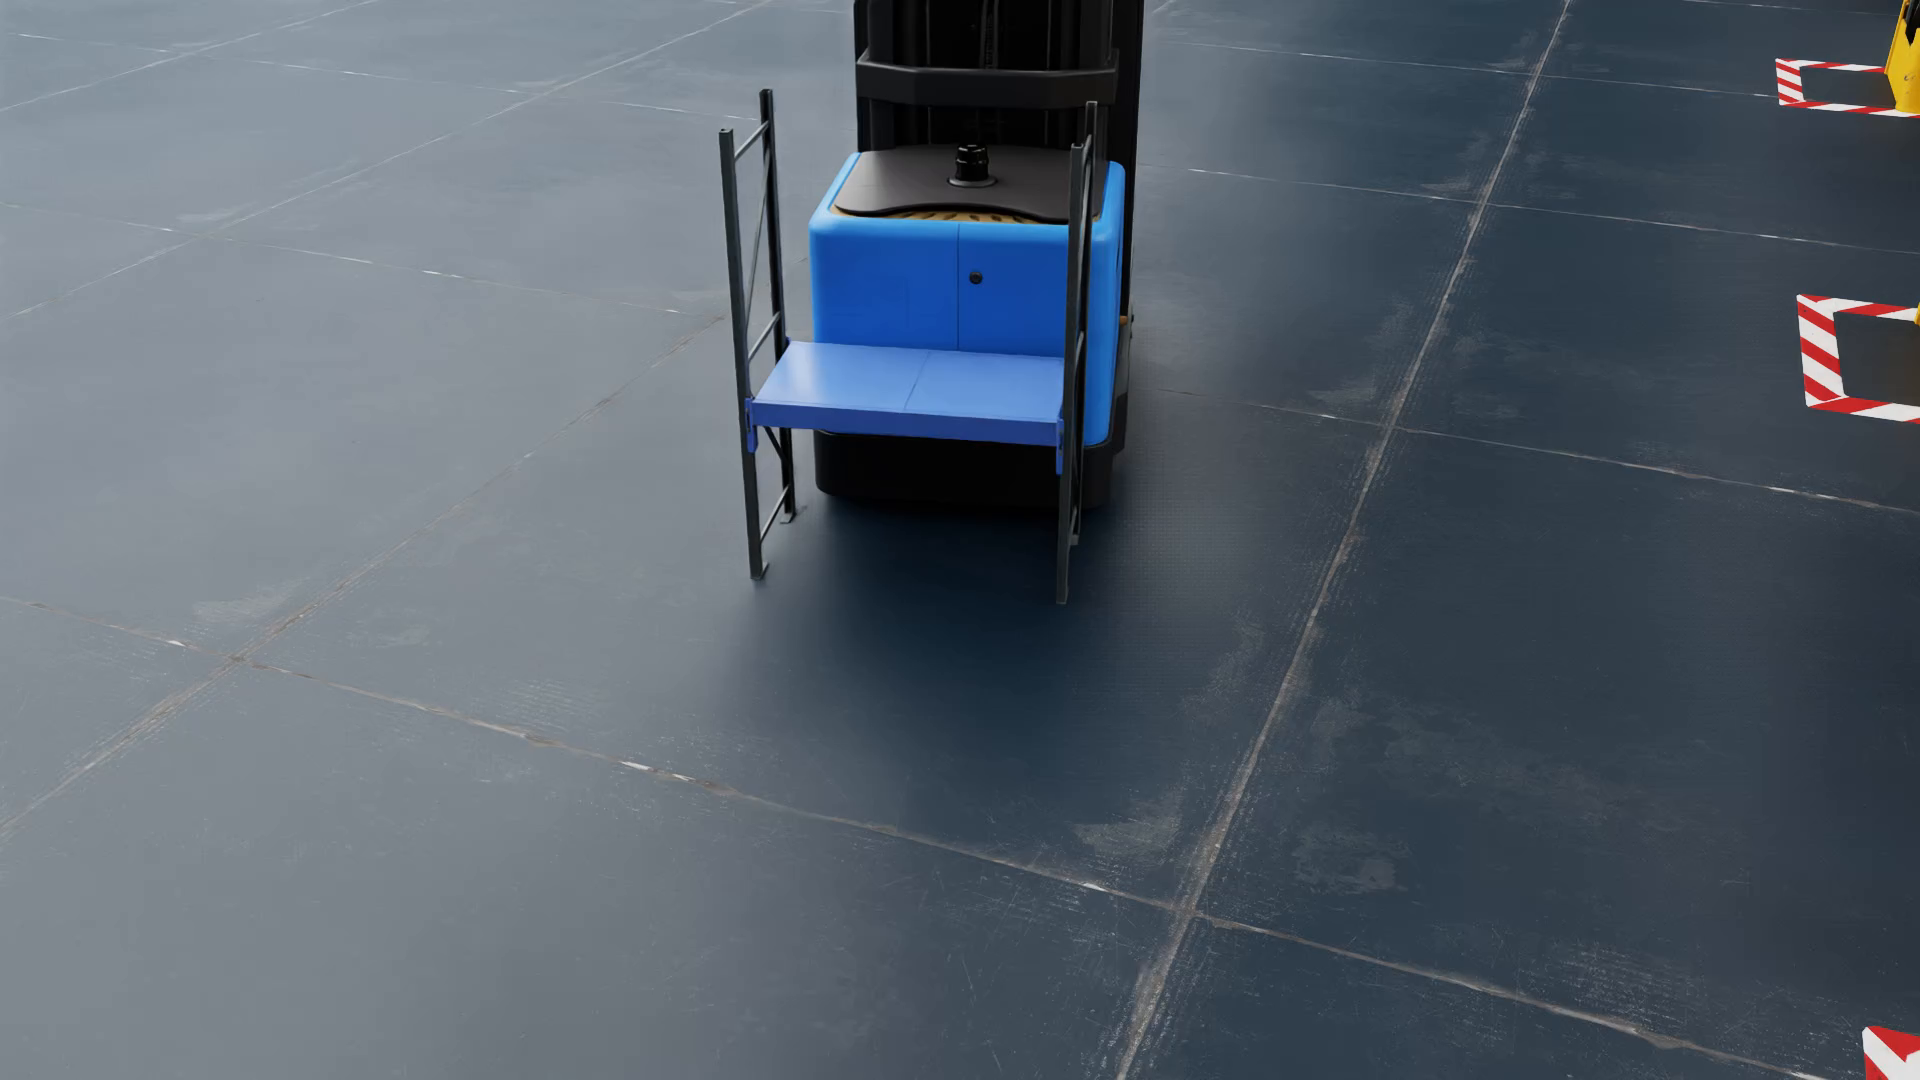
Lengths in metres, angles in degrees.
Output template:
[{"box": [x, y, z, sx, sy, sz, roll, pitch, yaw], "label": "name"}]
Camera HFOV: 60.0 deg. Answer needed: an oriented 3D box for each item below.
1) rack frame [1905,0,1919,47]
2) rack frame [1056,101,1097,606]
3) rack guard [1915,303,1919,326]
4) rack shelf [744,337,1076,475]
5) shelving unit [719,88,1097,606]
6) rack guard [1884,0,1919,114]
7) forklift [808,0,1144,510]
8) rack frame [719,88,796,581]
[{"box": [6.258, -4.272, 10.259, 0.127, 3.000, 1.000, 11, 31, 19], "label": "rack frame"}, {"box": [0.364, -0.562, 5.221, 0.032, 1.500, 0.500, 4, 30, 8], "label": "rack frame"}, {"box": [4.277, -0.945, 6.914, 0.348, 0.500, 1.175, 11, 31, 19], "label": "rack guard"}, {"box": [-0.138, -0.445, 5.378, 1.000, 0.185, 0.538, 4, 30, 8], "label": "rack shelf"}, {"box": [-0.138, -0.601, 5.290, 1.048, 1.500, 0.538, 4, 30, 8], "label": "shelving unit"}, {"box": [6.328, -3.169, 10.849, 0.348, 0.500, 1.175, 11, 31, 19], "label": "rack guard"}, {"box": [0.174, -2.082, 6.455, 1.130, 2.935, 3.031, 3, 30, 6], "label": "forklift"}, {"box": [-0.640, -0.640, 5.358, 0.032, 1.500, 0.500, 4, 30, 8], "label": "rack frame"}]
